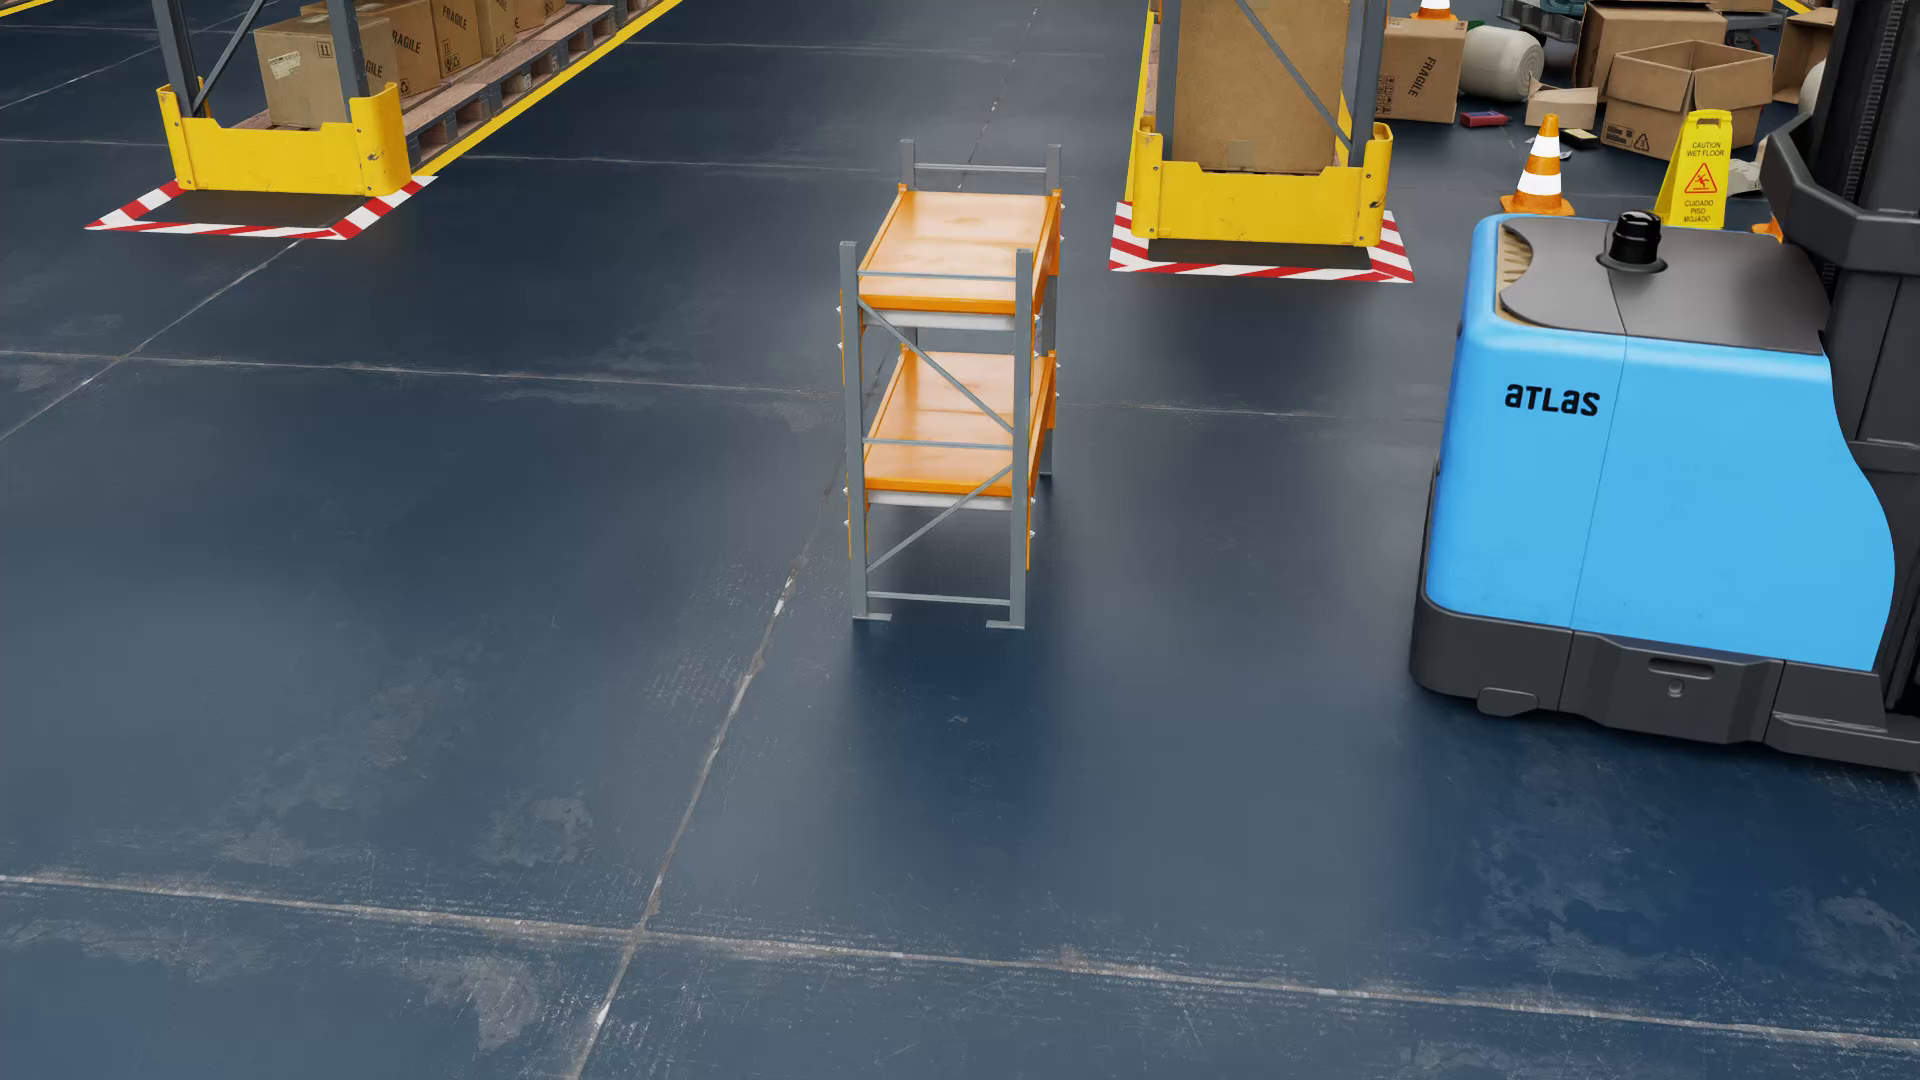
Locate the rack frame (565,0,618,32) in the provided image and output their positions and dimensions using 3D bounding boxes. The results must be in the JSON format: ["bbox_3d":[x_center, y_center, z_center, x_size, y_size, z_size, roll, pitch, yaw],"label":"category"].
[{"bbox_3d":[-3.002,-5.038,11.438,1.000,3.000,0.127,3,28,6],"label":"rack frame"}]

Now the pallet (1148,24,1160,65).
[{"bbox_3d":[1.738,-3.121,10.820,1.003,0.211,1.213,3,28,6],"label":"pallet"}]

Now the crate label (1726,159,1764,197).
[{"bbox_3d":[4.007,-1.874,8.584,0.250,0.136,0.298,-11,30,-20],"label":"crate label"}]

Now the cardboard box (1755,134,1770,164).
[{"bbox_3d":[4.499,-2.058,8.913,0.380,0.149,0.250,20,34,32],"label":"cardboard box"}]

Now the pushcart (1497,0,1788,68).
[{"bbox_3d":[4.565,-3.416,11.193,1.648,0.377,0.936,-6,29,-11],"label":"pushcart"}]

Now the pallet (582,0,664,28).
[{"bbox_3d":[-2.908,-4.177,12.780,1.003,0.211,1.213,3,28,6],"label":"pallet"}]

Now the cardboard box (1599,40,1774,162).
[{"bbox_3d":[4.046,-2.454,9.274,0.797,0.503,0.637,-17,33,-29],"label":"cardboard box"}]

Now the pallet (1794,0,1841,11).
[{"bbox_3d":[7.075,-4.177,12.780,1.003,0.211,1.213,3,28,6],"label":"pallet"}]

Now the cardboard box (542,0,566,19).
[{"bbox_3d":[-3.090,-3.936,11.586,0.500,0.500,0.500,3,28,5],"label":"cardboard box"}]

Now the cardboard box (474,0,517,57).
[{"bbox_3d":[-3.151,-3.369,10.534,0.500,0.500,0.500,1,28,2],"label":"cardboard box"}]

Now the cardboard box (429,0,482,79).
[{"bbox_3d":[-3.264,-3.109,10.051,0.500,0.500,0.500,6,29,11],"label":"cardboard box"}]

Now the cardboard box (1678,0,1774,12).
[{"bbox_3d":[5.063,-3.784,10.948,0.500,0.500,0.500,3,28,6],"label":"cardboard box"}]

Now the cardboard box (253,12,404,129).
[{"bbox_3d":[-3.399,-2.532,8.980,0.500,0.500,0.500,9,30,16],"label":"cardboard box"}]

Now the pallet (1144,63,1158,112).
[{"bbox_3d":[1.591,-2.545,9.751,1.003,0.211,1.213,3,28,6],"label":"pallet"}]

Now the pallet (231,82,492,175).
[{"bbox_3d":[-3.348,-2.343,9.377,1.003,0.211,1.213,3,28,6],"label":"pallet"}]

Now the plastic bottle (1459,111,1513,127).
[{"bbox_3d":[3.100,-2.478,9.785,0.283,0.061,0.133,-6,29,-11],"label":"plastic bottle"}]

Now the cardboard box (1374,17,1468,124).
[{"bbox_3d":[2.737,-2.812,9.940,0.500,0.500,0.500,8,29,15],"label":"cardboard box"}]

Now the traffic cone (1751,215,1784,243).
[{"bbox_3d":[3.973,-1.644,7.813,0.336,0.463,0.334,3,28,6],"label":"traffic cone"}]

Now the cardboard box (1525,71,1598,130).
[{"bbox_3d":[3.526,-2.582,9.763,0.396,0.266,0.258,8,29,15],"label":"cardboard box"}]

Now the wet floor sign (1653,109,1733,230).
[{"bbox_3d":[3.380,-1.654,7.639,0.267,0.644,0.232,-1,28,-3],"label":"wet floor sign"}]

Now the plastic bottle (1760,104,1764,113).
[{"bbox_3d":[4.814,-2.670,10.141,0.133,0.061,0.283,8,29,15],"label":"plastic bottle"}]

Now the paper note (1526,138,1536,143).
[{"bbox_3d":[3.252,-2.275,9.463,0.032,0.001,0.123,20,34,32],"label":"paper note"}]

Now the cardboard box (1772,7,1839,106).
[{"bbox_3d":[5.352,-2.937,10.172,0.500,0.500,0.500,-24,36,-37],"label":"cardboard box"}]

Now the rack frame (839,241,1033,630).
[{"bbox_3d":[-0.061,-0.259,4.545,0.500,1.125,0.032,3,28,6],"label":"rack frame"}]

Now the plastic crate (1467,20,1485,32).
[{"bbox_3d":[3.187,-3.331,11.175,0.450,0.188,0.662,9,28,37],"label":"plastic crate"}]

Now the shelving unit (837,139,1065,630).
[{"bbox_3d":[0.001,-0.498,4.989,0.538,1.125,1.048,3,28,6],"label":"shelving unit"}]

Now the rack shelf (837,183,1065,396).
[{"bbox_3d":[0.001,-0.756,4.850,0.538,0.278,1.000,3,28,6],"label":"rack shelf"}]

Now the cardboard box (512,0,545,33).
[{"bbox_3d":[-3.153,-3.666,11.085,0.500,0.500,0.500,13,31,22],"label":"cardboard box"}]

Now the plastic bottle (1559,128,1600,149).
[{"bbox_3d":[3.491,-2.280,9.419,0.133,0.061,0.283,-6,29,-11],"label":"plastic bottle"}]

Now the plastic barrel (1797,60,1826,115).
[{"bbox_3d":[5.094,-2.505,9.453,0.421,0.421,0.512,-24,36,-37],"label":"plastic barrel"}]

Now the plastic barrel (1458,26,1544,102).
[{"bbox_3d":[3.292,-2.944,10.269,0.421,0.421,0.512,-24,36,-37],"label":"plastic barrel"}]

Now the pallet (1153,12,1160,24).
[{"bbox_3d":[1.928,-3.842,12.158,1.003,0.211,1.213,3,28,6],"label":"pallet"}]

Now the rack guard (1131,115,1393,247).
[{"bbox_3d":[1.416,-1.707,7.892,1.175,0.500,0.348,3,28,6],"label":"rack guard"}]

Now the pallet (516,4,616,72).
[{"bbox_3d":[-3.049,-3.492,11.509,1.003,0.211,1.213,3,28,6],"label":"pallet"}]

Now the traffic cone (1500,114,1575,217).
[{"bbox_3d":[2.893,-1.870,8.232,0.336,0.463,0.334,3,28,6],"label":"traffic cone"}]

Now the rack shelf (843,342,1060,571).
[{"bbox_3d":[0.001,-0.283,5.105,0.538,0.278,1.000,3,28,6],"label":"rack shelf"}]

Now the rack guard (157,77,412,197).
[{"bbox_3d":[-3.482,-2.090,8.602,1.175,0.500,0.348,3,28,6],"label":"rack guard"}]

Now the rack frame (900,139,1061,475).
[{"bbox_3d":[0.063,-0.738,5.433,0.500,1.125,0.032,3,28,6],"label":"rack frame"}]

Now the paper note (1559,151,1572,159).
[{"bbox_3d":[3.290,-2.131,9.175,0.144,0.017,0.142,14,31,24],"label":"paper note"}]

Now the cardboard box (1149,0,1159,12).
[{"bbox_3d":[1.895,-4.194,11.801,1.050,0.750,0.750,3,28,6],"label":"cardboard box"}]

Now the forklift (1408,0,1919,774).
[{"bbox_3d":[2.775,-0.869,3.773,3.031,2.935,1.130,8,29,15],"label":"forklift"}]

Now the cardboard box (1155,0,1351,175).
[{"bbox_3d":[1.436,-2.391,8.324,0.875,0.875,0.875,4,29,6],"label":"cardboard box"}]

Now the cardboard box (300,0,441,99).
[{"bbox_3d":[-3.359,-2.816,9.506,0.500,0.500,0.500,11,30,19],"label":"cardboard box"}]

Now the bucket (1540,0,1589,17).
[{"bbox_3d":[4.180,-3.732,10.863,0.726,0.611,0.620,14,21,24],"label":"bucket"}]

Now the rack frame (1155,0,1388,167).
[{"bbox_3d":[1.418,-2.819,7.320,1.000,3.000,0.127,3,28,6],"label":"rack frame"}]

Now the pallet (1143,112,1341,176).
[{"bbox_3d":[1.439,-1.972,8.688,1.003,0.211,1.213,3,28,6],"label":"pallet"}]

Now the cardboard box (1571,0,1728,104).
[{"bbox_3d":[4.153,-2.954,10.060,0.797,0.637,0.503,3,28,6],"label":"cardboard box"}]

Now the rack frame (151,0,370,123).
[{"bbox_3d":[-3.492,-3.155,7.943,1.000,3.000,0.127,3,28,6],"label":"rack frame"}]

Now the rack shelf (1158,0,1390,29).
[{"bbox_3d":[1.664,-3.444,9.238,1.077,0.370,4.000,3,28,6],"label":"rack shelf"}]

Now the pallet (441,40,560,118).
[{"bbox_3d":[-3.196,-2.916,10.440,1.003,0.211,1.213,3,28,6],"label":"pallet"}]

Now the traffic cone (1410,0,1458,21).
[{"bbox_3d":[3.572,-4.128,12.425,0.336,0.463,0.334,3,28,6],"label":"traffic cone"}]
